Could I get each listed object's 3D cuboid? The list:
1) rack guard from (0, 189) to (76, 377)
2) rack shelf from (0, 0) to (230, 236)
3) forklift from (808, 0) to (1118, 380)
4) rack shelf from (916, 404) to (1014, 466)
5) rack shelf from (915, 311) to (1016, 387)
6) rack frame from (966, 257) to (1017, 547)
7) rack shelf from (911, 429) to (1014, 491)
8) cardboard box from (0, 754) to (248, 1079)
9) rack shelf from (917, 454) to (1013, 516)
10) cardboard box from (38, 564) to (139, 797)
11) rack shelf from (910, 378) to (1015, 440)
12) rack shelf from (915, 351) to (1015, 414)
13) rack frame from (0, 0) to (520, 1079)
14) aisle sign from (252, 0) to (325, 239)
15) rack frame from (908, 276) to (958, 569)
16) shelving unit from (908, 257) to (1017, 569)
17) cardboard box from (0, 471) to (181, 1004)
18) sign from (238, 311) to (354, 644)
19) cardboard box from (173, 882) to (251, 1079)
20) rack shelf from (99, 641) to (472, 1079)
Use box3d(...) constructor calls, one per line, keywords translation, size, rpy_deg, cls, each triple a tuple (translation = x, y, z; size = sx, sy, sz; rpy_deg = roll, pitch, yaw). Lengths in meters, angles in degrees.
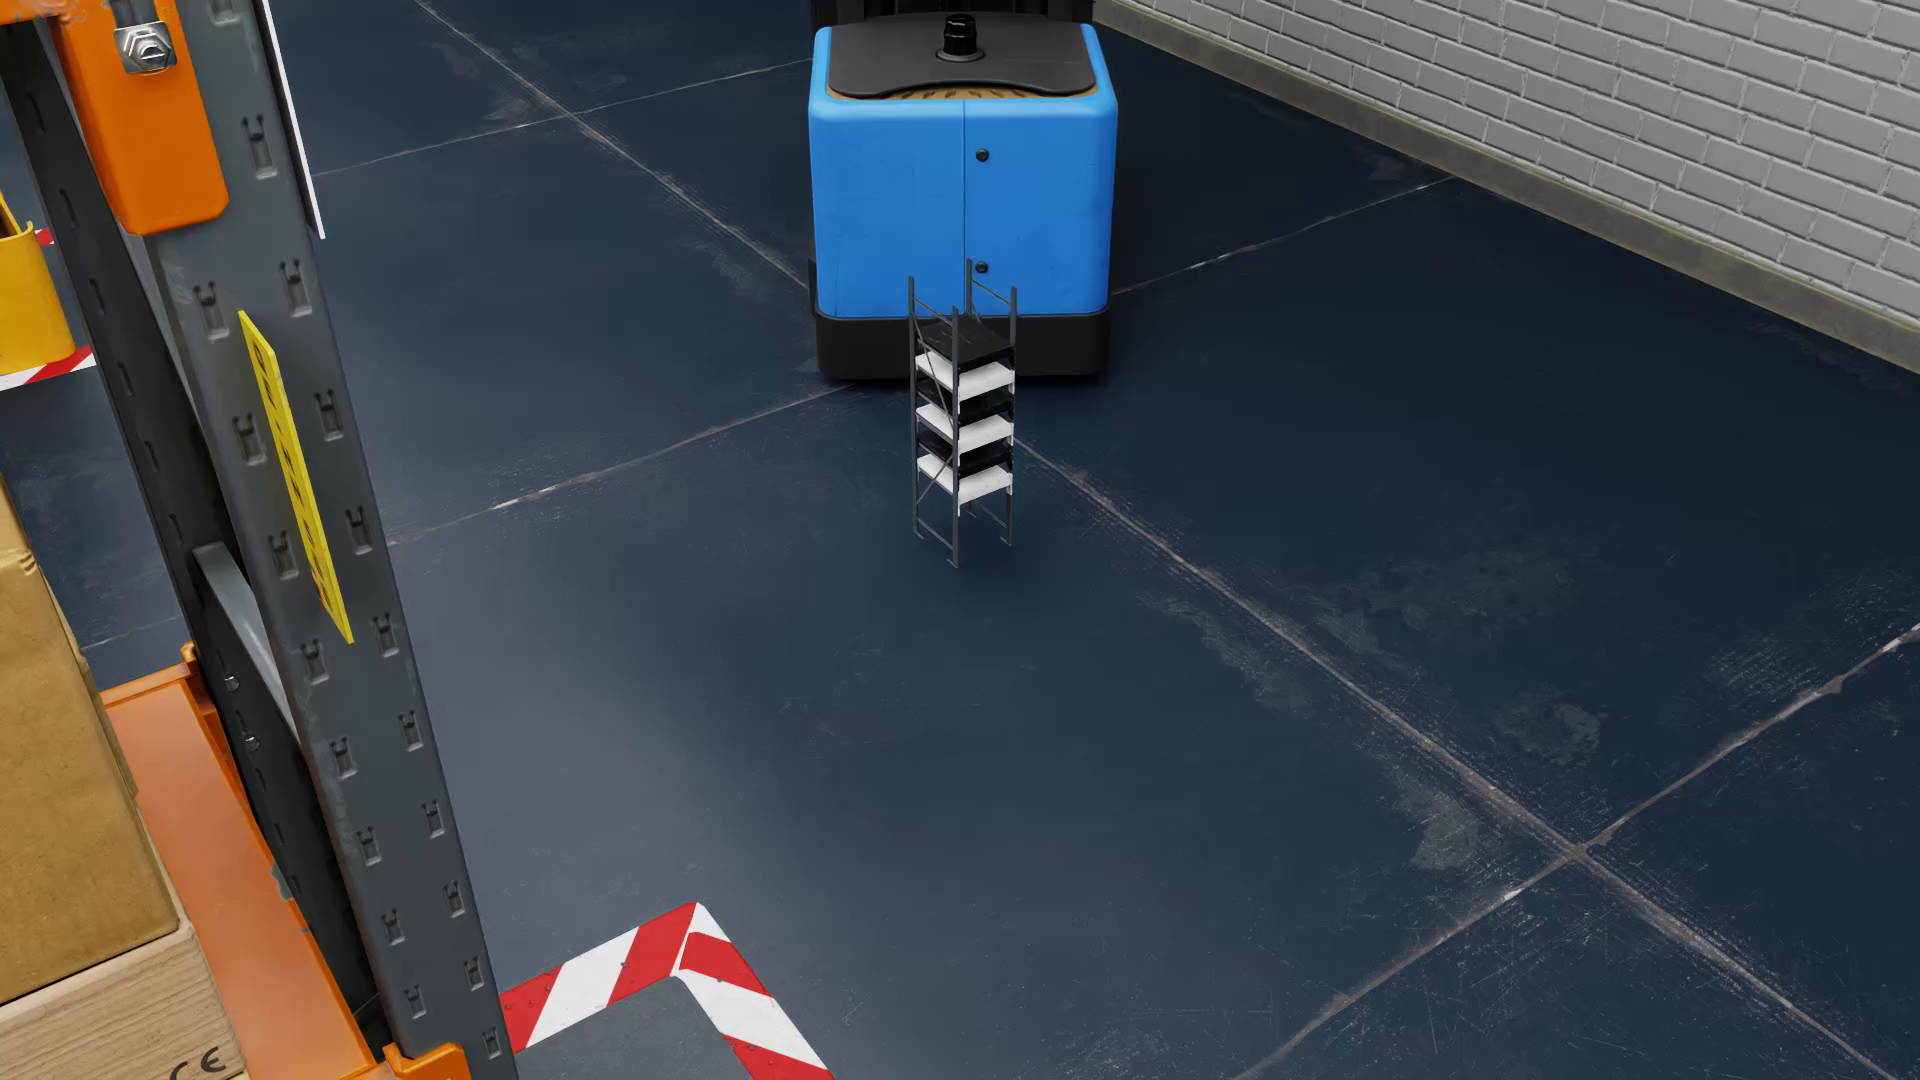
box3d(translation=(-3.764, -1.114, 6.371), size=(0.348, 0.500, 1.175), rpy_deg=(-22, 41, -28), cls="rack guard")
box3d(translation=(-2.558, -0.004, 0.733), size=(4.000, 0.370, 1.077), rpy_deg=(-22, 41, -28), cls="rack shelf")
box3d(translation=(-0.041, -2.594, 6.347), size=(1.130, 2.935, 3.031), rpy_deg=(-1, 36, -2), cls="forklift")
box3d(translation=(0.007, -0.341, 5.011), size=(0.200, 0.077, 0.258), rpy_deg=(-22, 41, -28), cls="rack shelf")
box3d(translation=(0.007, -0.560, 4.853), size=(0.200, 0.077, 0.258), rpy_deg=(-22, 41, -28), cls="rack shelf")
box3d(translation=(0.090, -0.402, 5.039), size=(0.006, 0.900, 0.240), rpy_deg=(-22, 41, -28), cls="rack frame")
box3d(translation=(0.007, -0.268, 5.063), size=(0.200, 0.077, 0.258), rpy_deg=(-22, 41, -28), cls="rack shelf")
box3d(translation=(-1.166, 0.479, 1.888), size=(0.500, 0.250, 0.500), rpy_deg=(-23, 42, -29), cls="cardboard box")
box3d(translation=(0.007, -0.195, 5.116), size=(0.200, 0.077, 0.258), rpy_deg=(-22, 41, -28), cls="rack shelf")
box3d(translation=(-1.471, 0.222, 2.246), size=(0.500, 0.250, 0.500), rpy_deg=(-24, 42, -29), cls="cardboard box")
box3d(translation=(0.007, -0.414, 4.958), size=(0.200, 0.077, 0.258), rpy_deg=(-22, 41, -28), cls="rack shelf")
box3d(translation=(0.007, -0.487, 4.905), size=(0.200, 0.077, 0.258), rpy_deg=(-22, 41, -28), cls="rack shelf")
box3d(translation=(-0.921, 0.251, 2.332), size=(0.053, 2.616, 0.949), rpy_deg=(-22, 41, -28), cls="rack frame")
box3d(translation=(-0.691, -0.687, 1.410), size=(0.004, 0.787, 0.394), rpy_deg=(-22, 41, -28), cls="aisle sign")
box3d(translation=(-0.076, -0.334, 4.943), size=(0.006, 0.900, 0.240), rpy_deg=(-22, 41, -28), cls="rack frame")
box3d(translation=(0.007, -0.368, 4.991), size=(0.210, 0.900, 0.258), rpy_deg=(-22, 41, -28), cls="shelving unit")
box3d(translation=(-1.170, 0.174, 1.670), size=(0.500, 0.500, 0.500), rpy_deg=(-22, 41, -27), cls="cardboard box")
box3d(translation=(-0.622, -0.053, 1.560), size=(0.005, 0.325, 0.100), rpy_deg=(-22, 41, -28), cls="sign")
box3d(translation=(-1.024, 0.628, 2.022), size=(0.250, 0.149, 0.380), rpy_deg=(-22, 41, -27), cls="cardboard box")
box3d(translation=(-2.558, 1.214, 1.609), size=(4.000, 0.370, 1.077), rpy_deg=(-22, 41, -28), cls="rack shelf")
